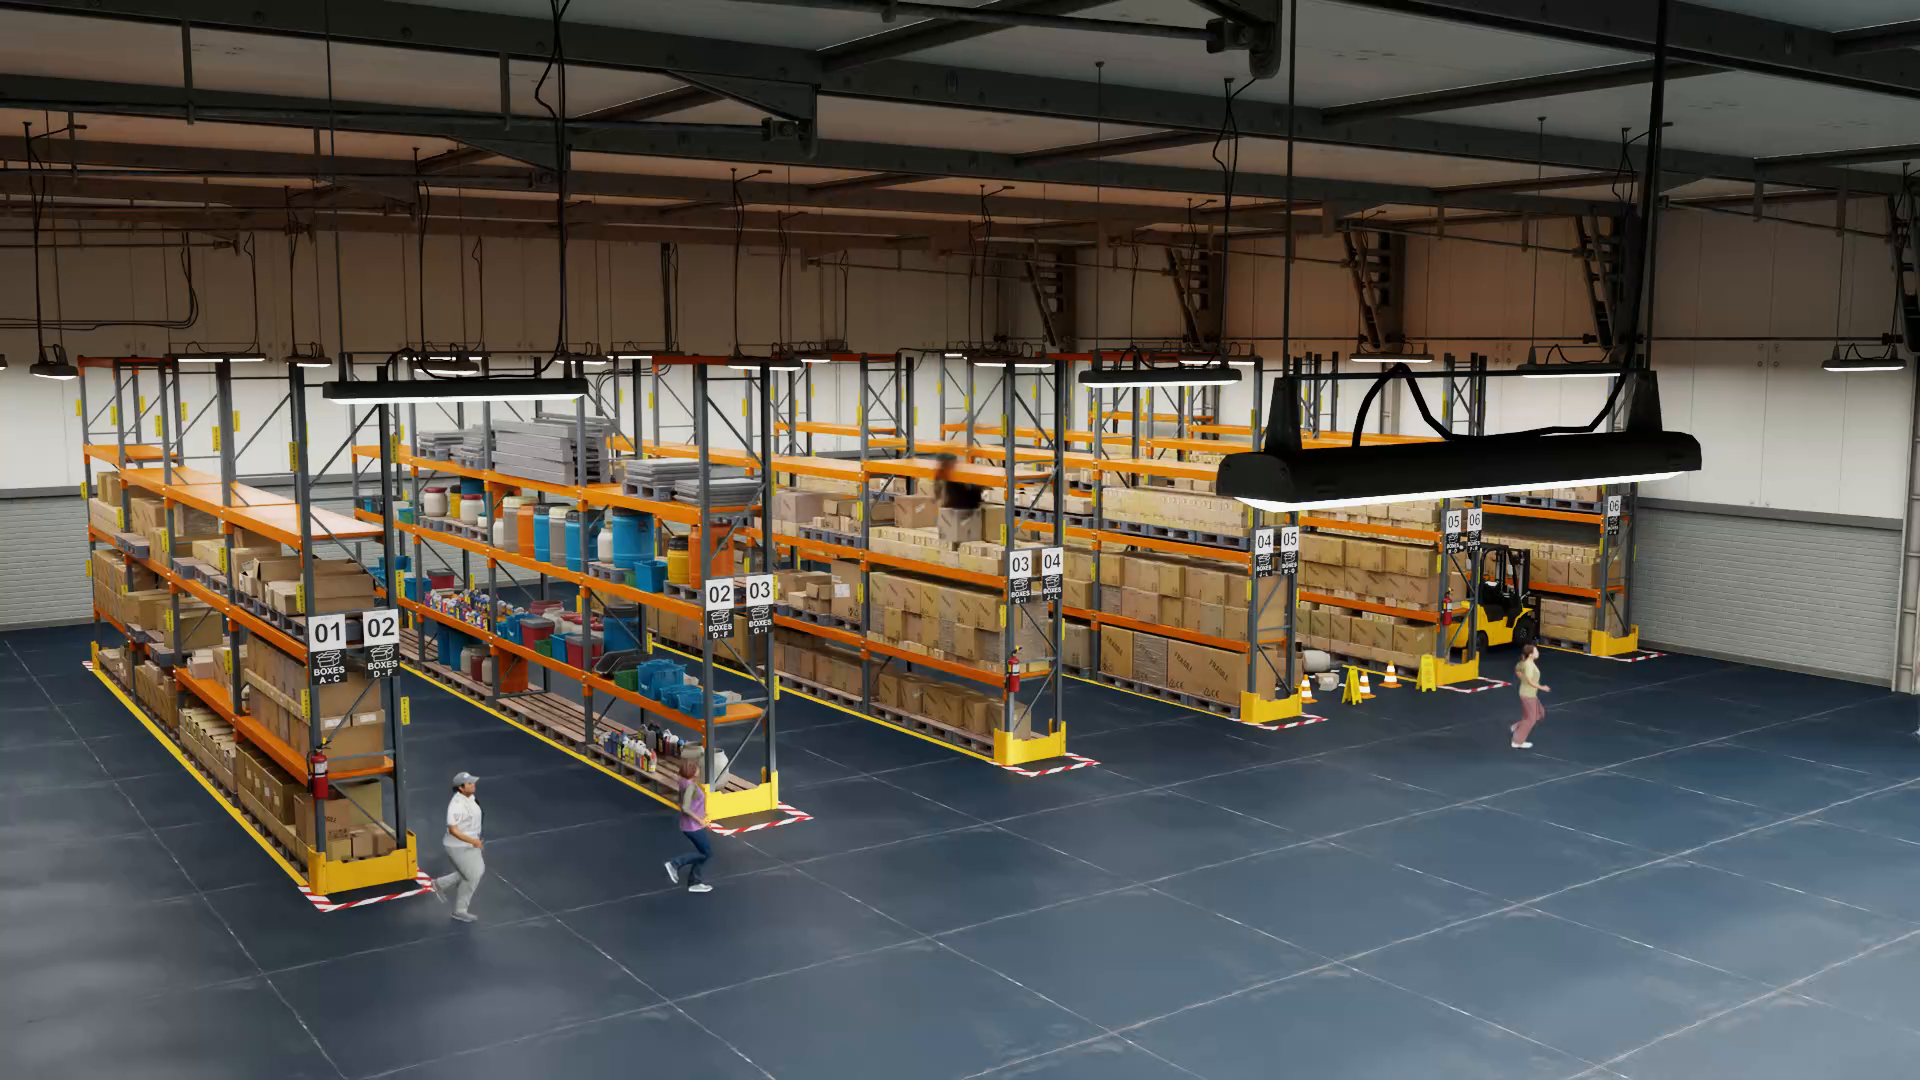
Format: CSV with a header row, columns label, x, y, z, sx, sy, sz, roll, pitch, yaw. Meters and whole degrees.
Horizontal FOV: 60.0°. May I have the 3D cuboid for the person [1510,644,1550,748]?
label,x,y,z,sx,sy,sz,roll,pitch,yaw
person,8.819,2.401,25.695,0.550,1.624,0.617,2,7,13

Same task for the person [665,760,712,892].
label,x,y,z,sx,sy,sz,roll,pitch,yaw
person,-3.099,3.273,18.988,0.521,1.558,0.537,-2,7,-18

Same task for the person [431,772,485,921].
label,x,y,z,sx,sy,sz,roll,pitch,yaw
person,-5.489,3.341,18.203,0.624,1.646,0.631,0,7,-3
